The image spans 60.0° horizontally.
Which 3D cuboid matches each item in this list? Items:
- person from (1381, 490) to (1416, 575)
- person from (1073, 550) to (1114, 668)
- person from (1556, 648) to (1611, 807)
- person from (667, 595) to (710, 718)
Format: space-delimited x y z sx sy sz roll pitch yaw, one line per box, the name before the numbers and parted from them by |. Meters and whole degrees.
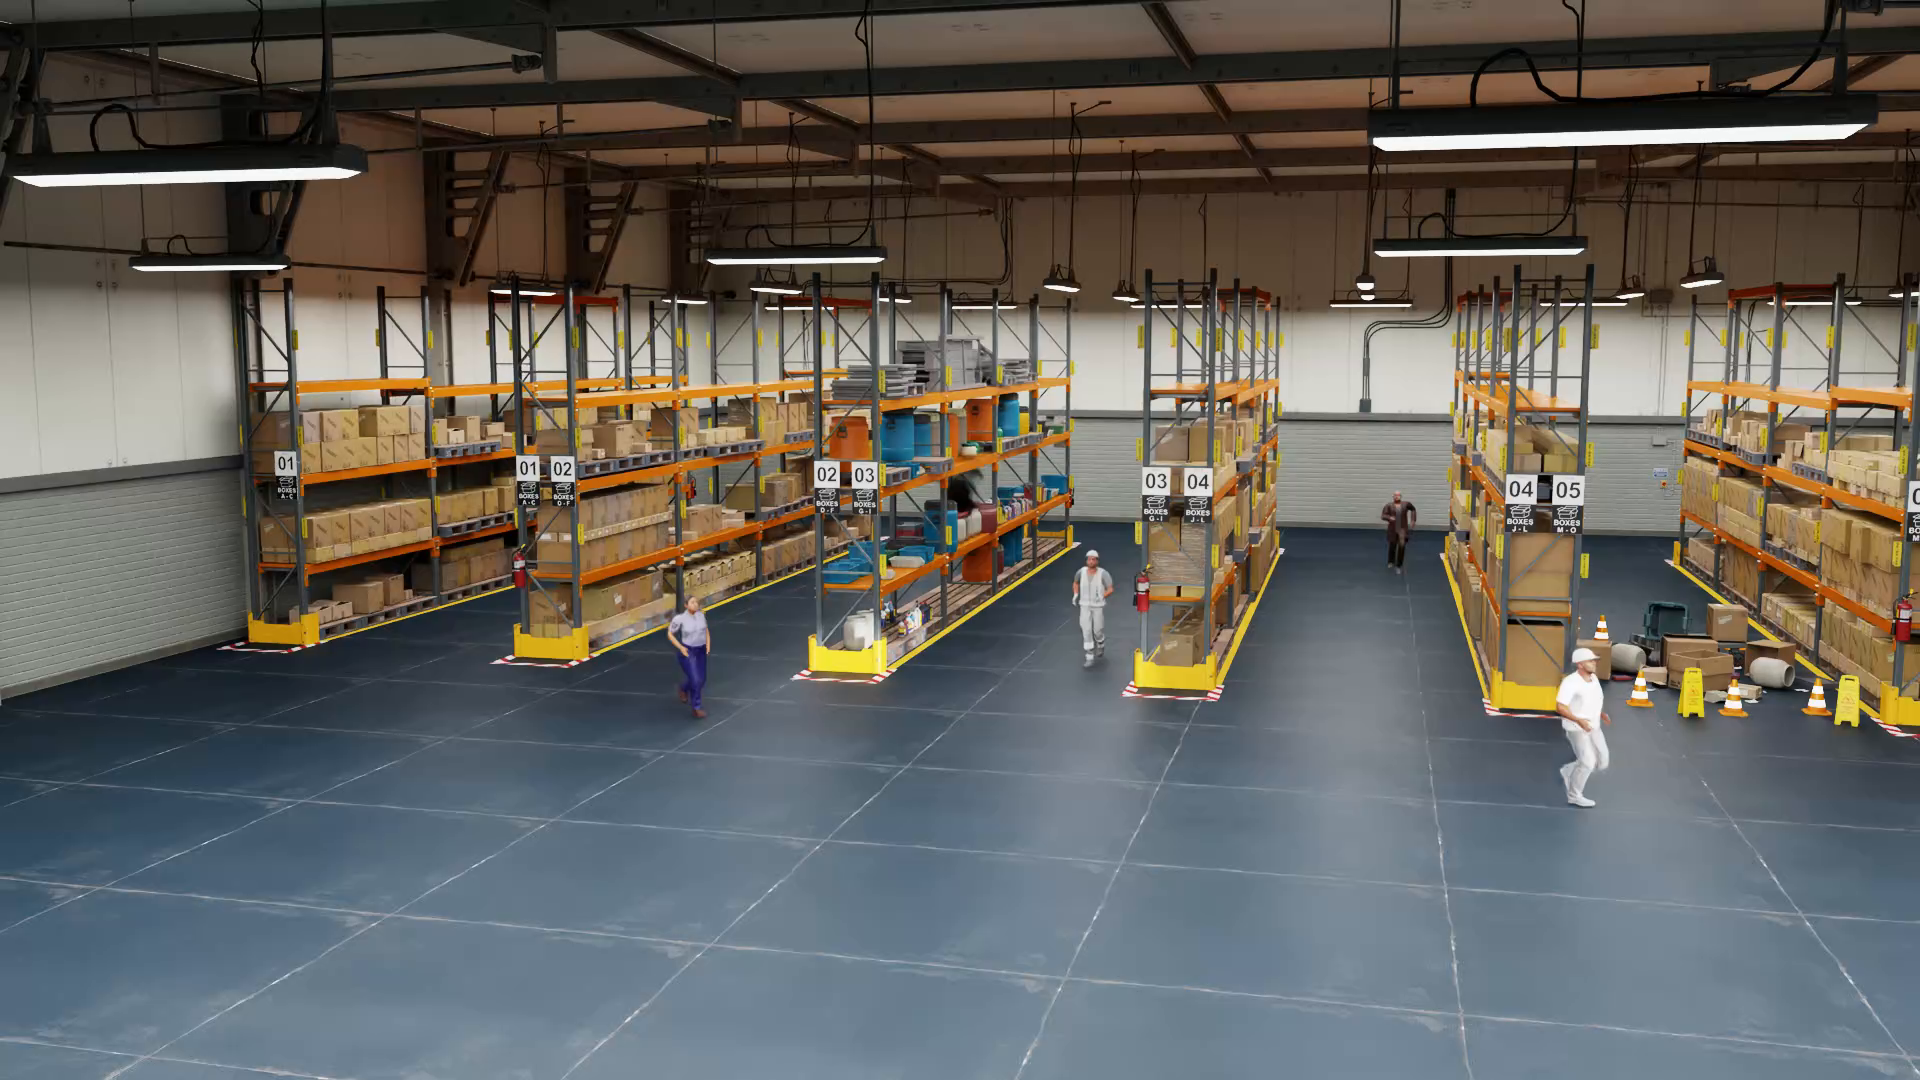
person | 9.440 -0.164 35.813 0.732 1.826 0.950 2 7 16
person | 2.049 1.035 25.752 0.663 1.780 0.812 2 7 16
person | 6.690 2.008 17.890 0.679 1.721 0.576 -5 9 -36
person | -3.609 1.538 22.318 0.696 1.628 0.618 7 9 44
